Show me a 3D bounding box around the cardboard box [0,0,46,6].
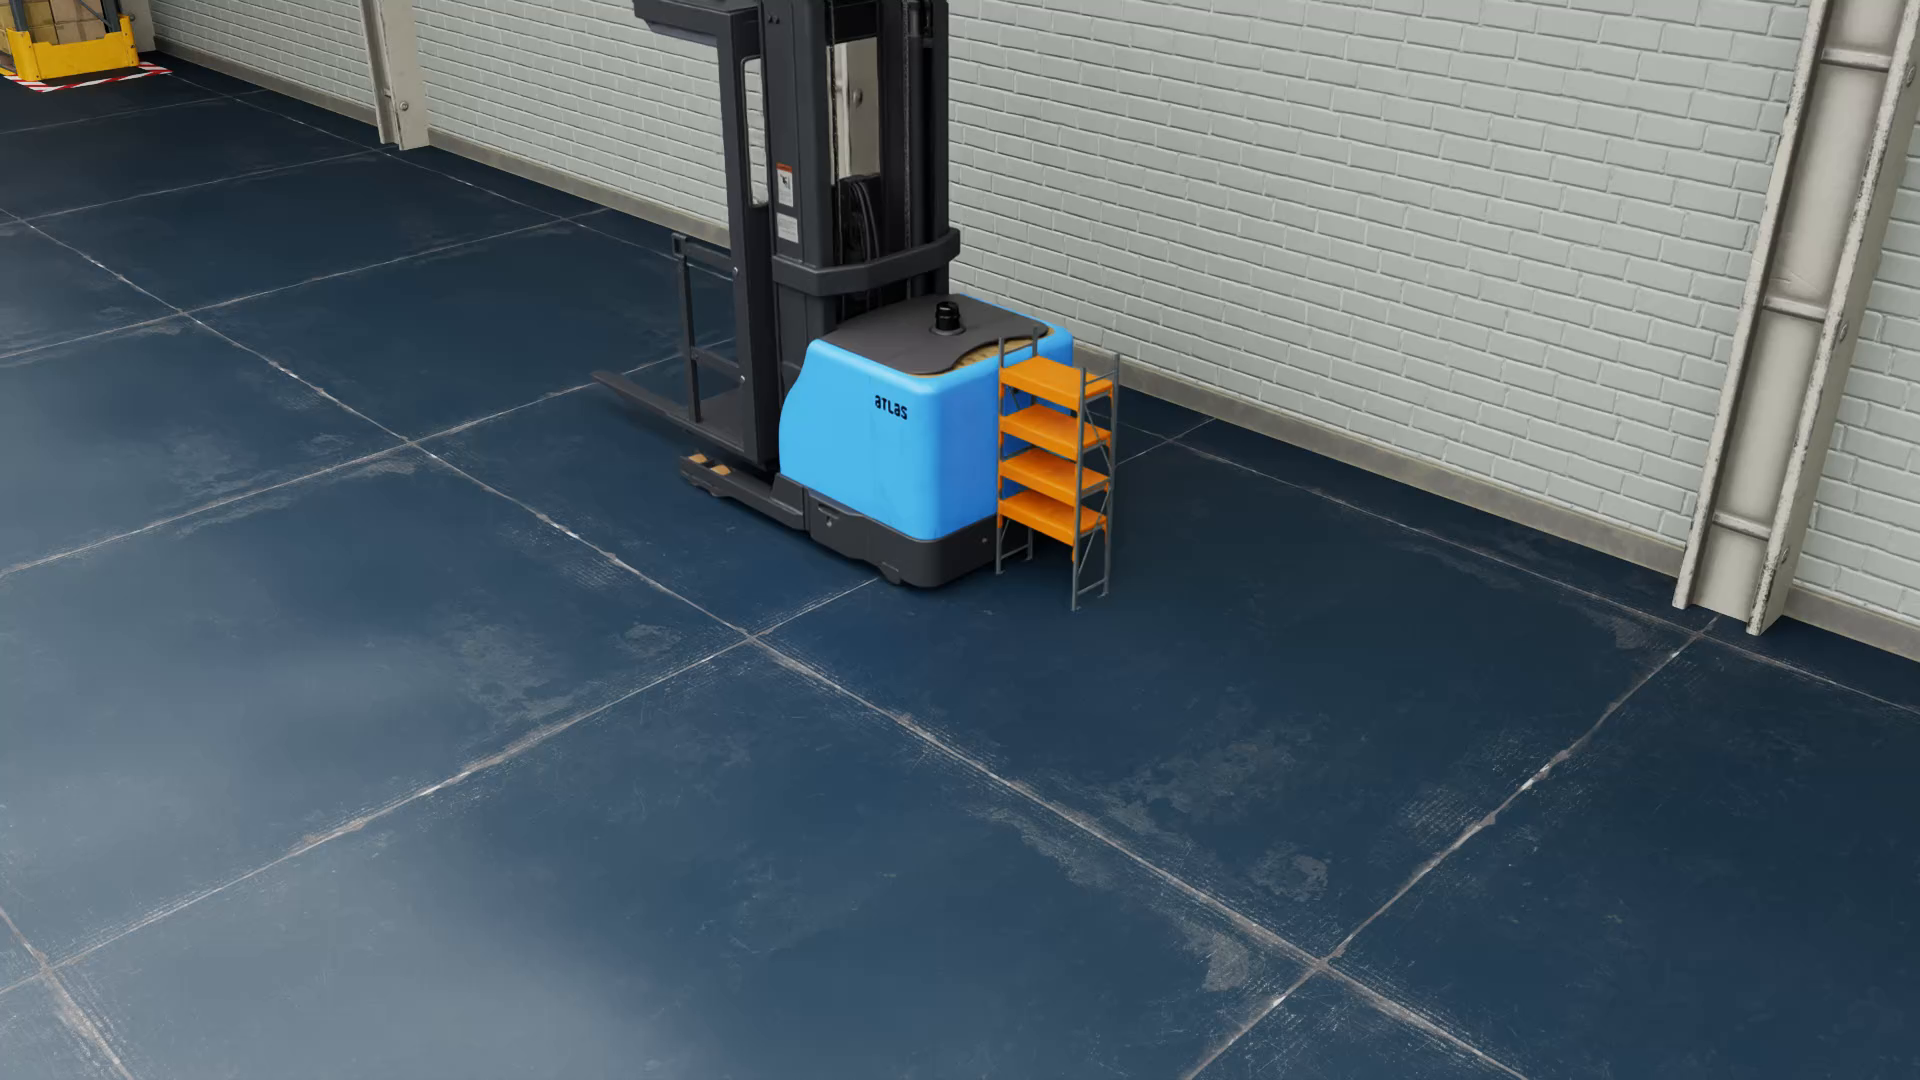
[{"bbox_3d":[-9.984,-5.818,17.520,0.500,0.250,0.500,-24,36,-38],"label":"cardboard box"}]

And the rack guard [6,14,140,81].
[{"bbox_3d":[-9.420,-5.246,17.689,0.348,0.500,1.175,25,36,38],"label":"rack guard"}]

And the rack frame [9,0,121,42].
[{"bbox_3d":[-15.431,-8.735,18.622,12.086,5.808,5.935,25,36,38],"label":"rack frame"}]

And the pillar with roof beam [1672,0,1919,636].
[{"bbox_3d":[0.515,-2.239,2.840,0.400,9.000,9.100,25,36,38],"label":"pillar with roof beam"}]

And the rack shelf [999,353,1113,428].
[{"bbox_3d":[0.433,-0.669,7.389,0.258,0.148,0.480,-24,36,-38],"label":"rack shelf"}]

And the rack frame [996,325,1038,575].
[{"bbox_3d":[0.262,-0.403,7.726,0.240,1.200,0.015,-24,36,-38],"label":"rack frame"}]

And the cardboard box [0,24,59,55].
[{"bbox_3d":[-9.994,-5.377,17.756,0.500,0.250,0.500,25,37,39],"label":"cardboard box"}]

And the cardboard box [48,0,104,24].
[{"bbox_3d":[-9.627,-5.772,17.971,0.500,0.250,0.500,-25,36,-38],"label":"cardboard box"}]

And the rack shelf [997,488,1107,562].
[{"bbox_3d":[0.433,-0.086,7.696,0.258,0.148,0.480,-24,36,-38],"label":"rack shelf"}]

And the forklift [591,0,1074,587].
[{"bbox_3d":[-0.838,-1.668,8.273,1.130,2.935,3.031,-24,36,-38],"label":"forklift"}]

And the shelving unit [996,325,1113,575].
[{"bbox_3d":[0.429,-0.323,7.576,0.258,1.200,0.492,-24,36,-38],"label":"shelving unit"}]

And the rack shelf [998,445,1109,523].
[{"bbox_3d":[0.433,-0.262,7.603,0.258,0.148,0.480,-24,36,-38],"label":"rack shelf"}]

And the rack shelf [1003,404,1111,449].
[{"bbox_3d":[0.433,-0.507,7.474,0.221,0.021,0.457,-24,36,-38],"label":"rack shelf"}]
